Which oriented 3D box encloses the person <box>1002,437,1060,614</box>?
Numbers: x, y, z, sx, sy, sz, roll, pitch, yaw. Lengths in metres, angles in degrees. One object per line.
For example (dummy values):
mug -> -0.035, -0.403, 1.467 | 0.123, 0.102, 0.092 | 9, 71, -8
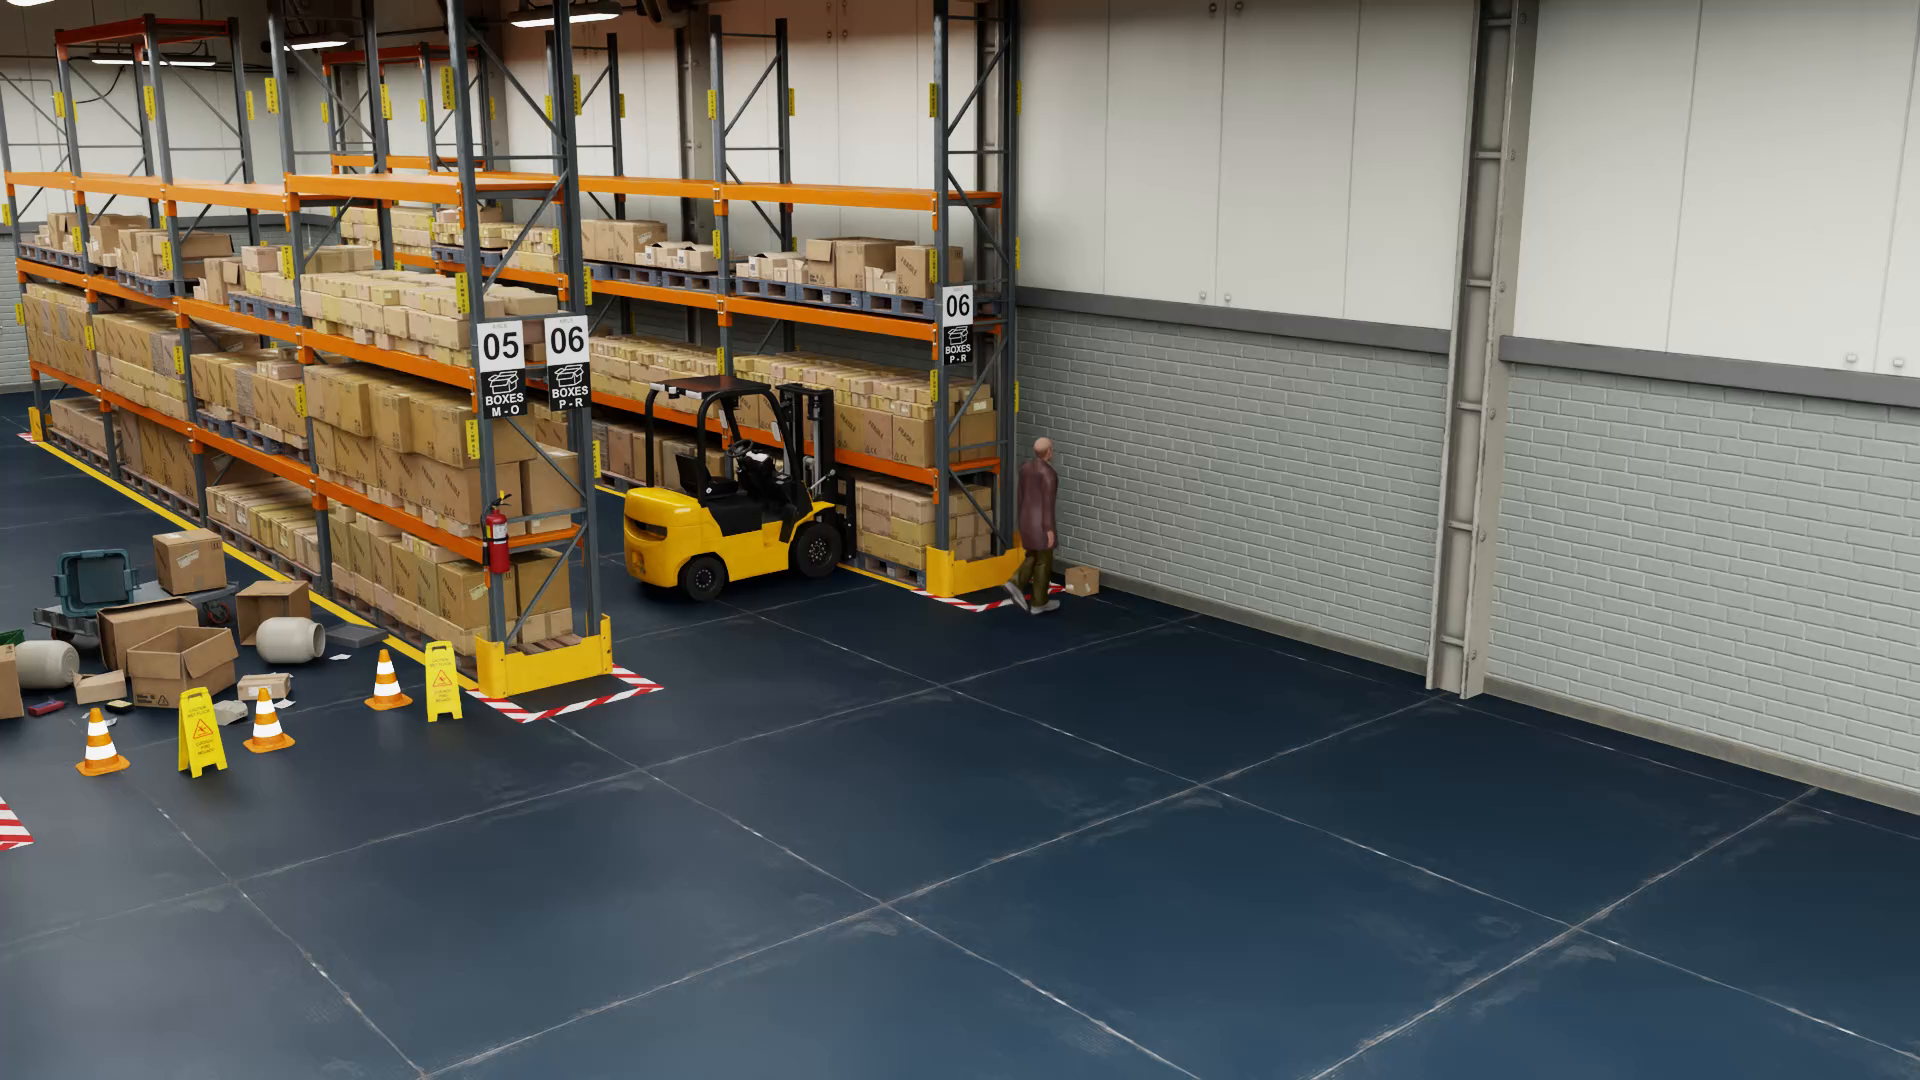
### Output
person -> 0.689, -0.144, 16.575 | 0.644, 1.755, 0.621 | -9, 17, -33
